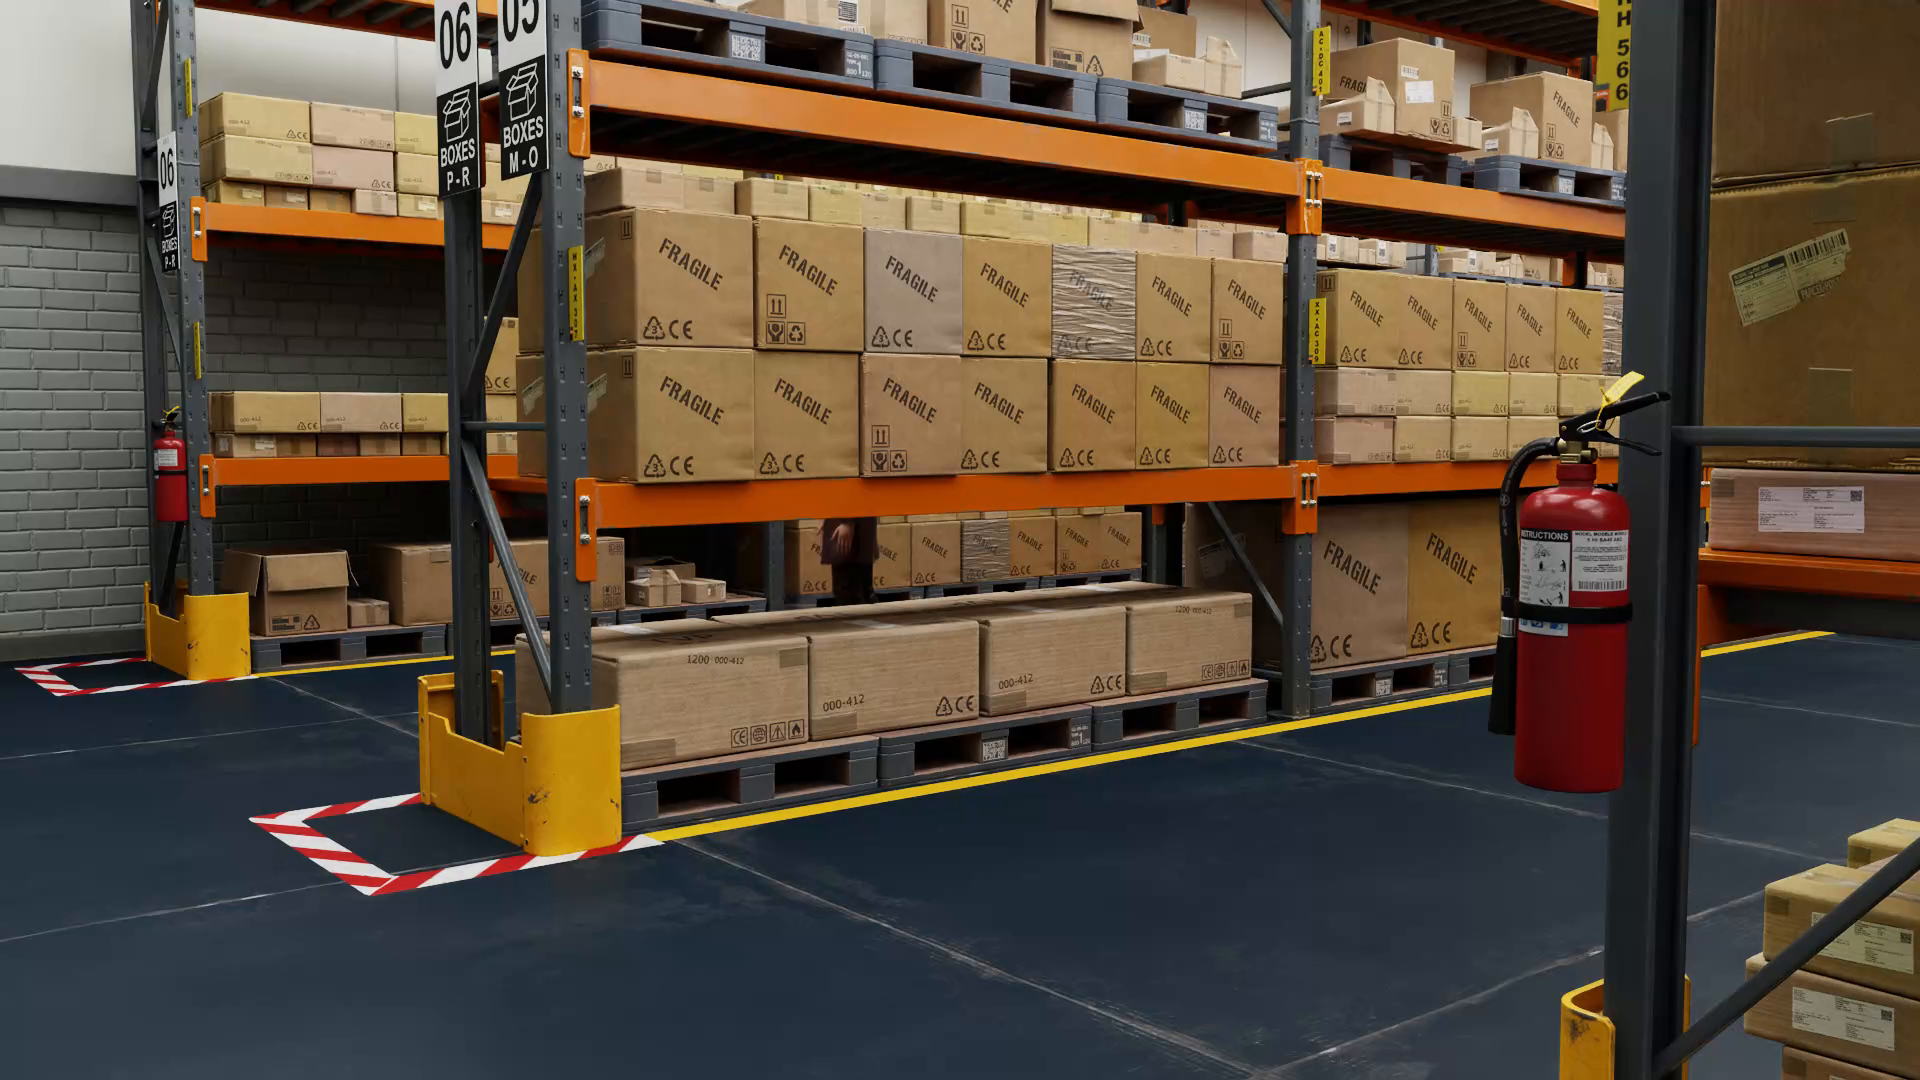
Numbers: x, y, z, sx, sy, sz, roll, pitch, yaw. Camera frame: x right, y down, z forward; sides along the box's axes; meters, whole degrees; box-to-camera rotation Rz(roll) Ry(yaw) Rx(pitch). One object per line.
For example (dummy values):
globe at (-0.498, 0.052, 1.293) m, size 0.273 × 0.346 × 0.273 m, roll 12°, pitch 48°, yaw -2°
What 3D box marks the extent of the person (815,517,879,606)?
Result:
person at (-0.661, -0.081, 9.685) m, size 0.480 × 1.781 × 0.683 m, roll -1°, pitch 4°, yaw -7°
